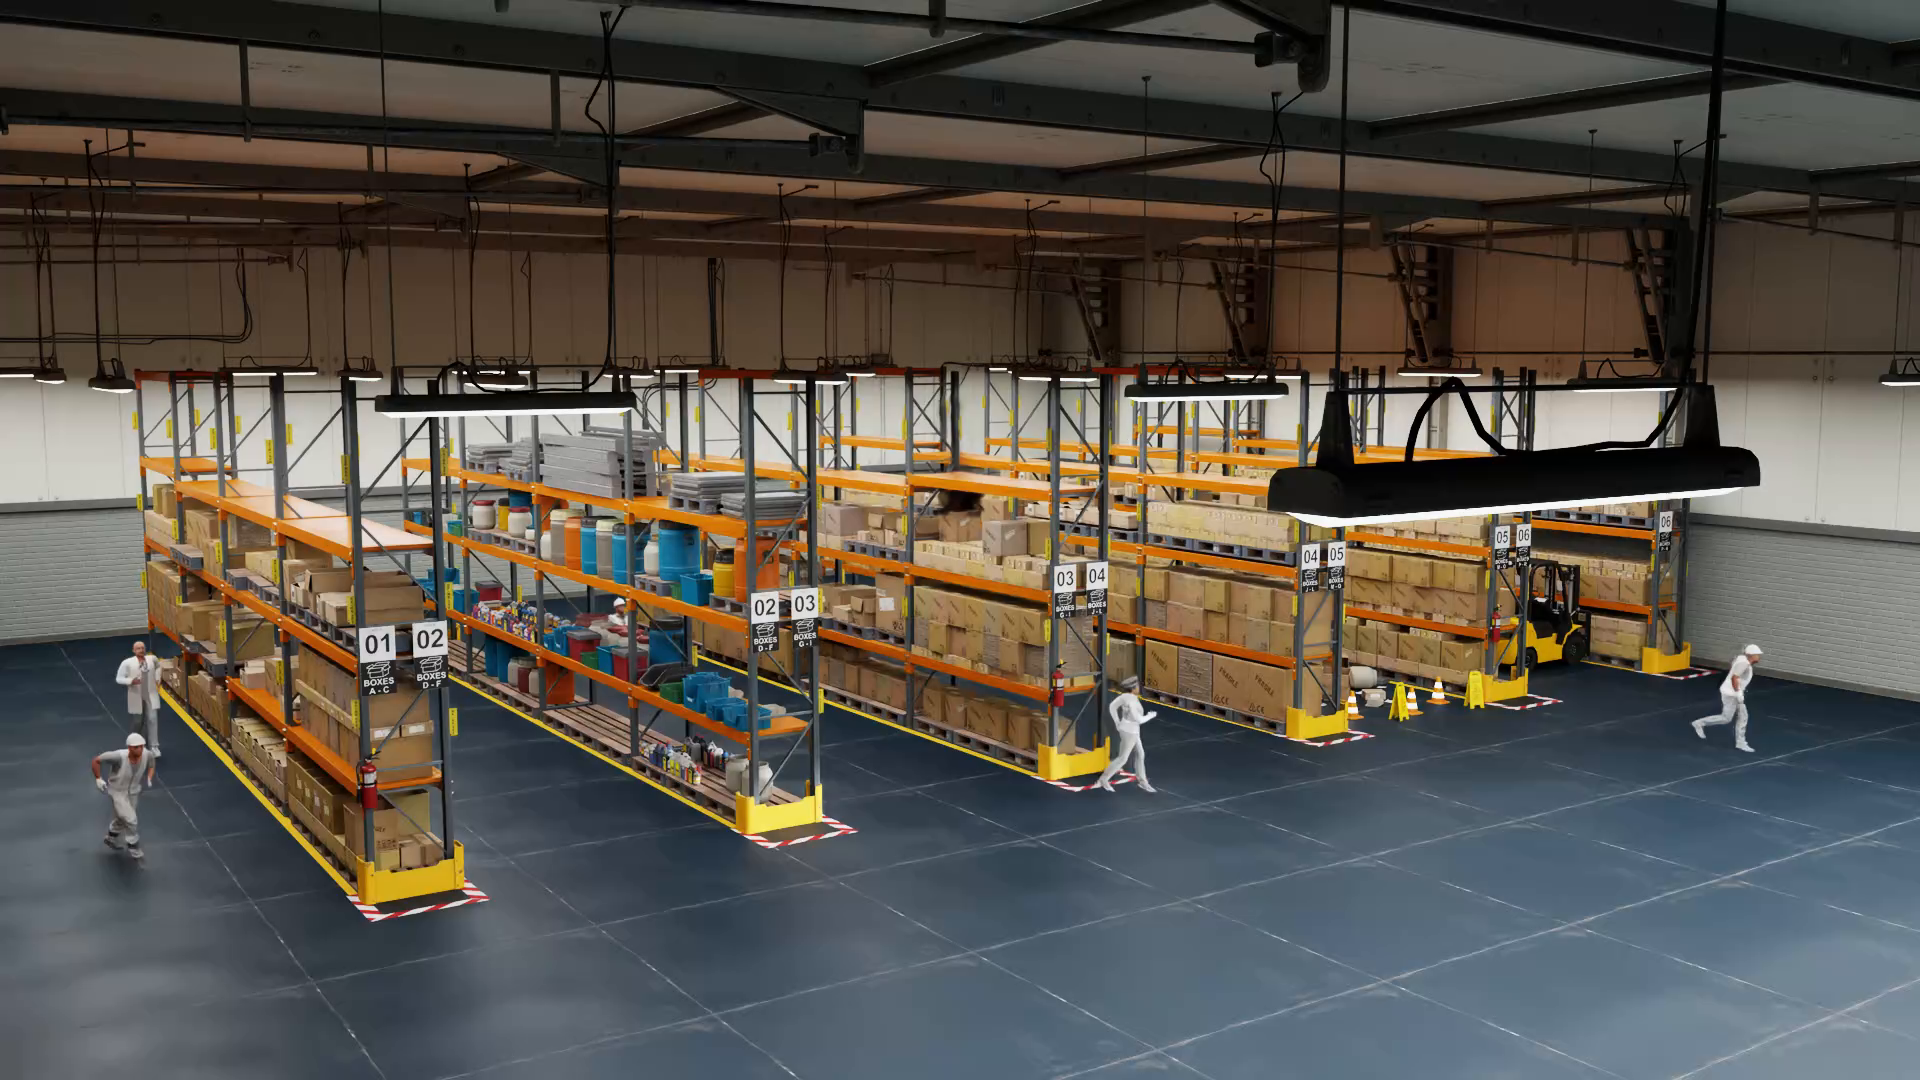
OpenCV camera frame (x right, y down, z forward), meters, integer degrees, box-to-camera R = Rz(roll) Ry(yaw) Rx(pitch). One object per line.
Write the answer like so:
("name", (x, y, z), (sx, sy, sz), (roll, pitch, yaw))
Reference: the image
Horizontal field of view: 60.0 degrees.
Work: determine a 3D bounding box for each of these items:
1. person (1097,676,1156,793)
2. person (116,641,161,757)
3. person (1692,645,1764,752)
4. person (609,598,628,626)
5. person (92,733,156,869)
("person", (2.389, 2.793, 23.784), (0.883, 1.720, 0.589), (-1, 6, -5))
("person", (-12.858, 2.470, 26.139), (0.710, 1.771, 1.034), (-5, 8, -39))
("person", (12.271, 2.504, 26.606), (0.998, 1.726, 0.693), (2, 7, 19))
("person", (-6.370, 1.957, 31.272), (0.661, 1.730, 0.585), (-5, 8, -38))
("person", (-10.377, 3.196, 20.606), (1.054, 1.732, 0.706), (5, 8, 37))
